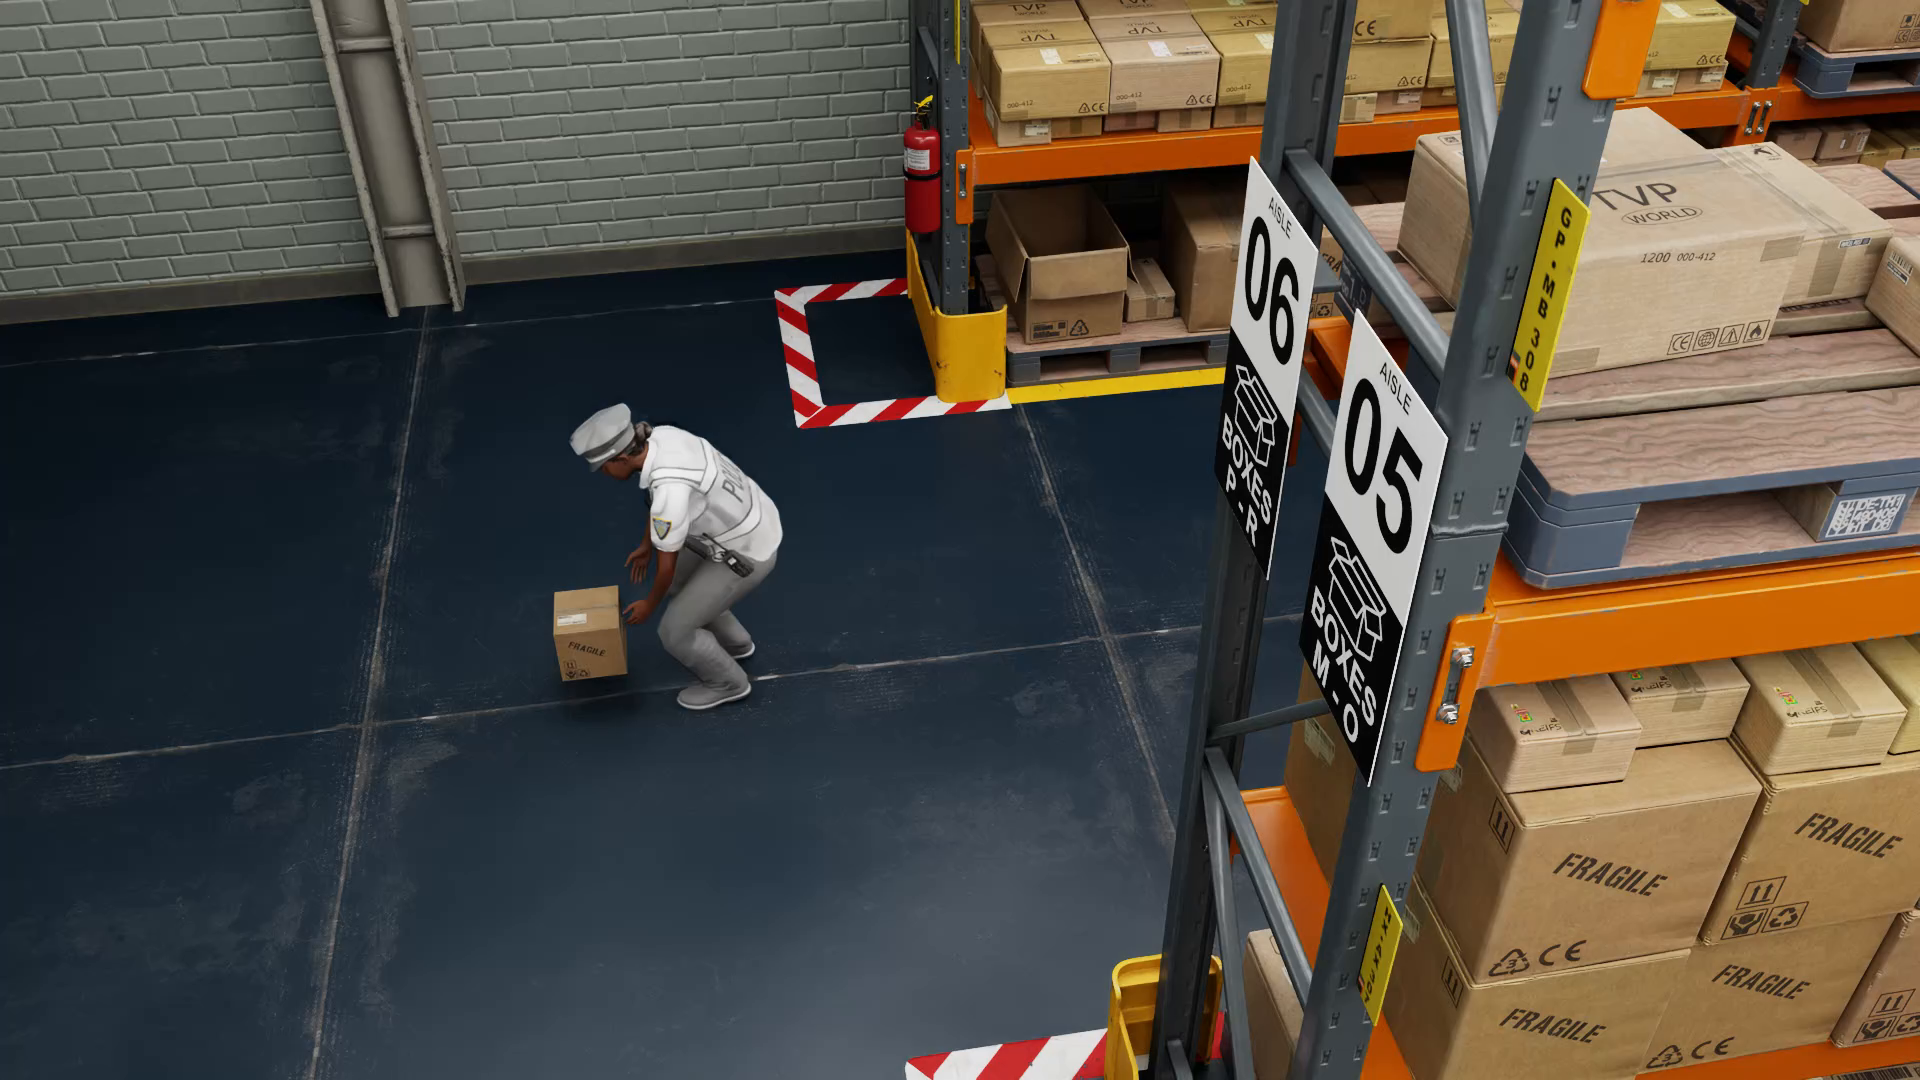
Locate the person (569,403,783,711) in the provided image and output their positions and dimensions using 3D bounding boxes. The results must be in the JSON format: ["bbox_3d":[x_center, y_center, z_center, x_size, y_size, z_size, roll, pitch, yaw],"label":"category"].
[{"bbox_3d":[-1.032,0.063,6.325,0.724,1.360,0.496,-6,39,-8],"label":"person"}]
